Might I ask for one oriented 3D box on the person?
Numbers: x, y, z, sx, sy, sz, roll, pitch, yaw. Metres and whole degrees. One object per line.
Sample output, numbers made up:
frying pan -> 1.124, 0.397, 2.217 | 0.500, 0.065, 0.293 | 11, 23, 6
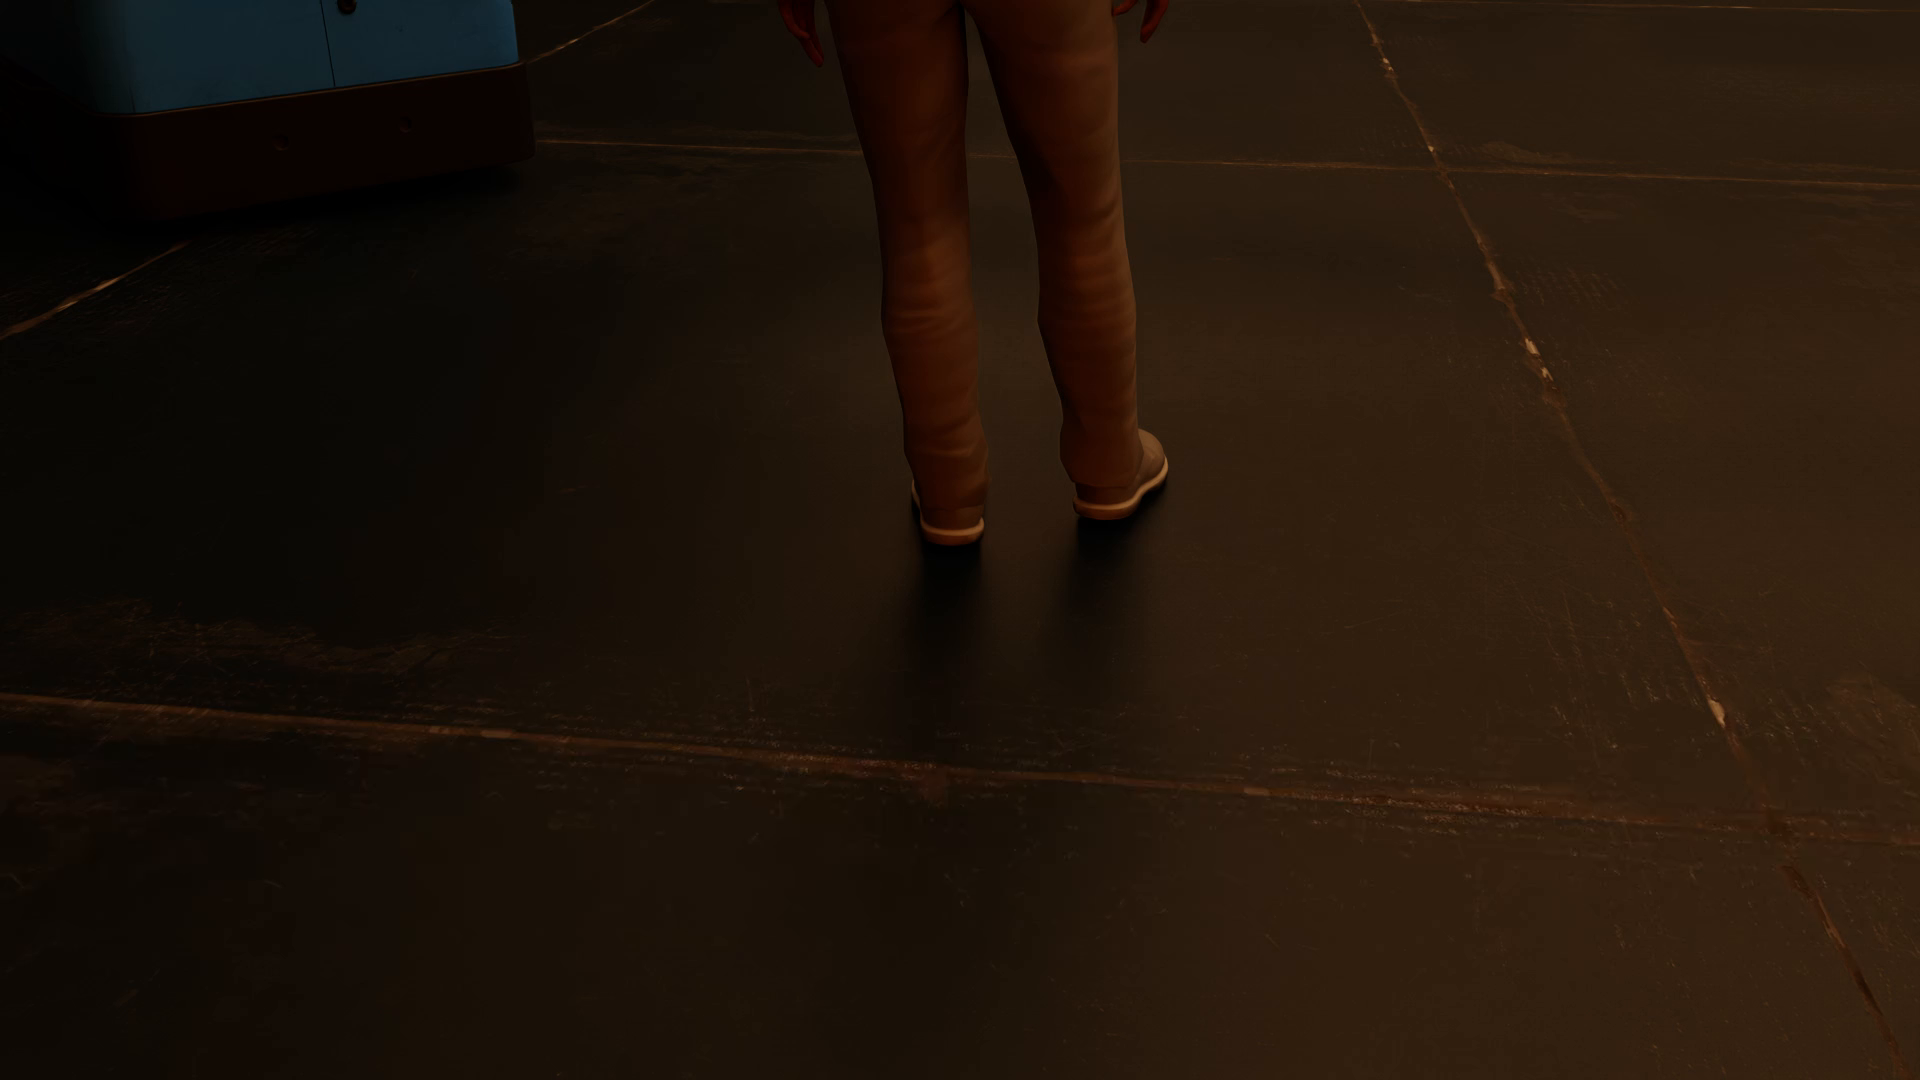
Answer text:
person -> 0.029, -0.797, 2.182 | 0.570, 1.695, 0.530 | 3, 27, 7

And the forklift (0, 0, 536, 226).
forklift -> -2.436, -2.624, 4.477 | 1.130, 2.935, 3.031 | -20, 33, -35
